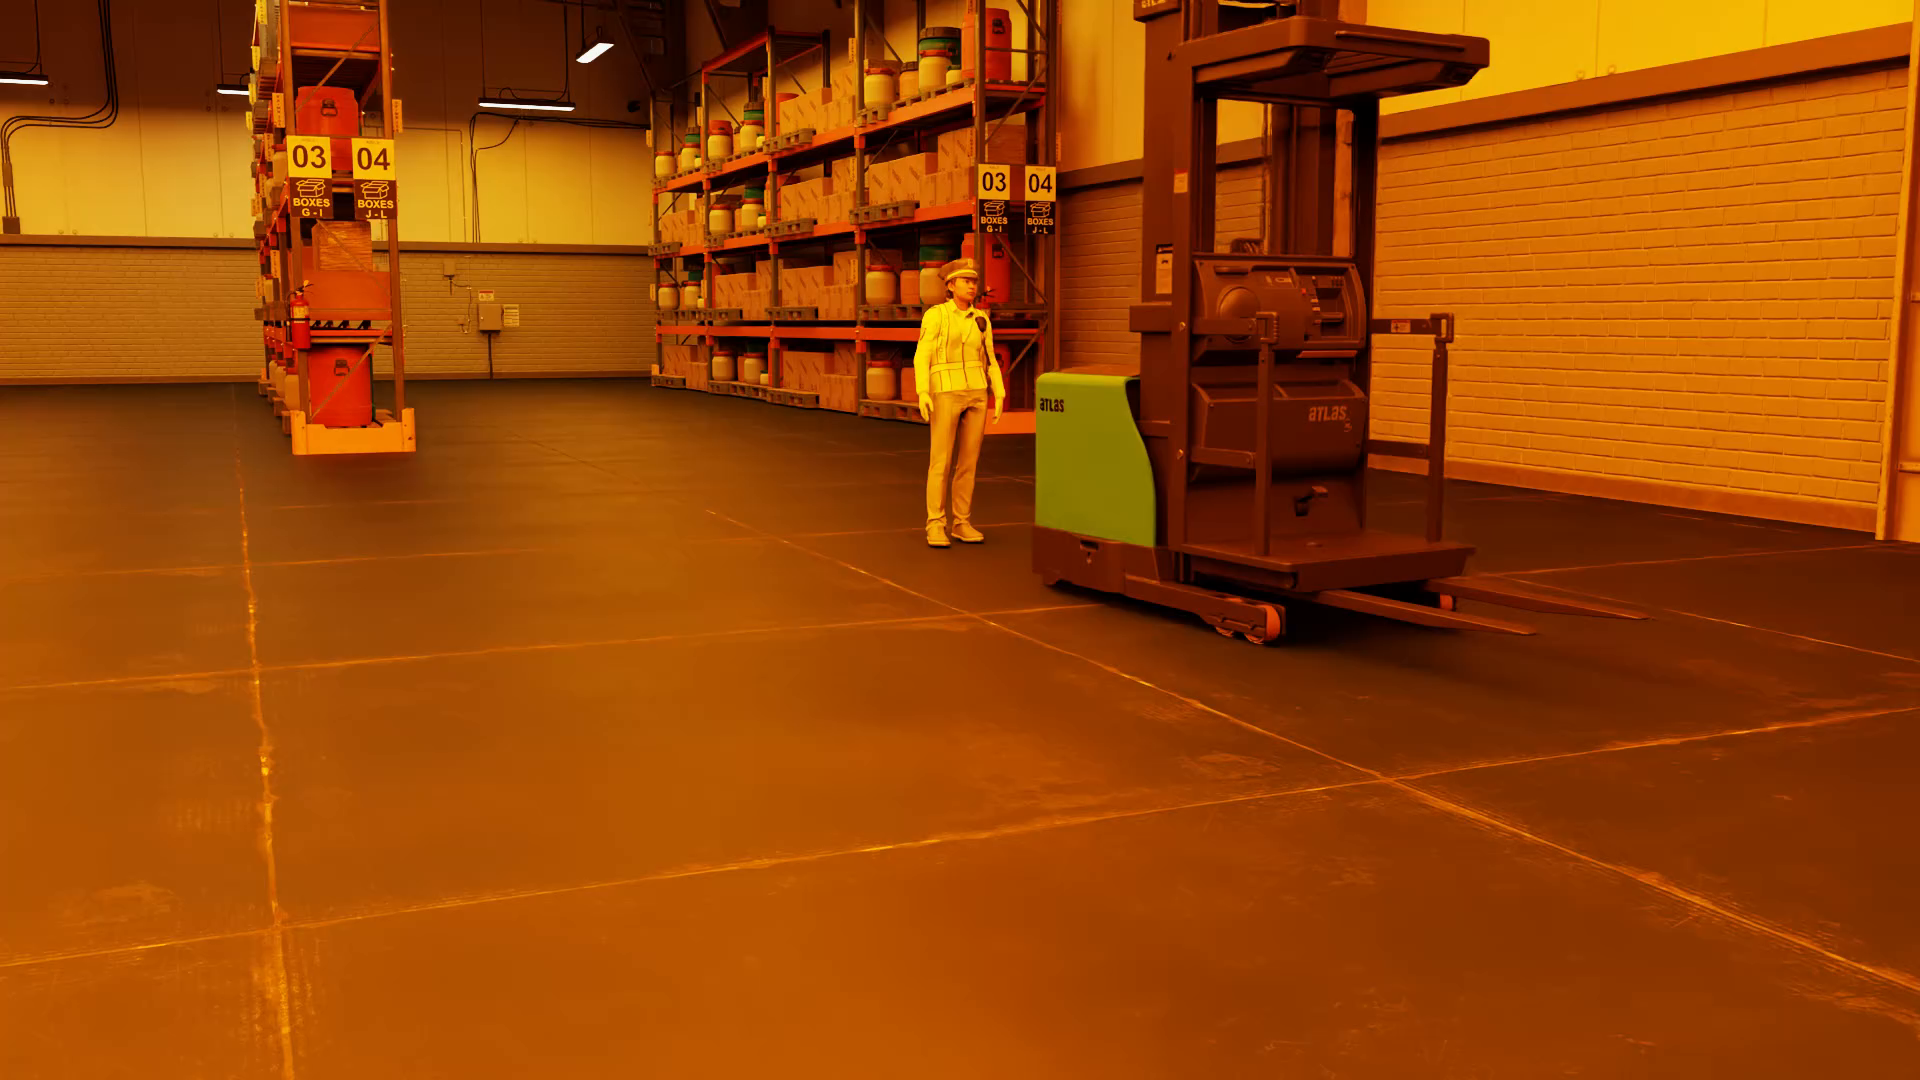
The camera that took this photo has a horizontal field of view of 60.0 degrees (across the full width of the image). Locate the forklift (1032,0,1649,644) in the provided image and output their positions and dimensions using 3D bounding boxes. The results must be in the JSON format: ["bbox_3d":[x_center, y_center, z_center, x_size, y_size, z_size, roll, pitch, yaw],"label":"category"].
[{"bbox_3d":[1.540,-1.091,7.212,1.130,2.935,3.031,-4,9,-30],"label":"forklift"}]

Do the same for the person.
[{"bbox_3d":[0.021,-0.839,9.977,0.588,1.695,0.531,-3,8,-23],"label":"person"}]
